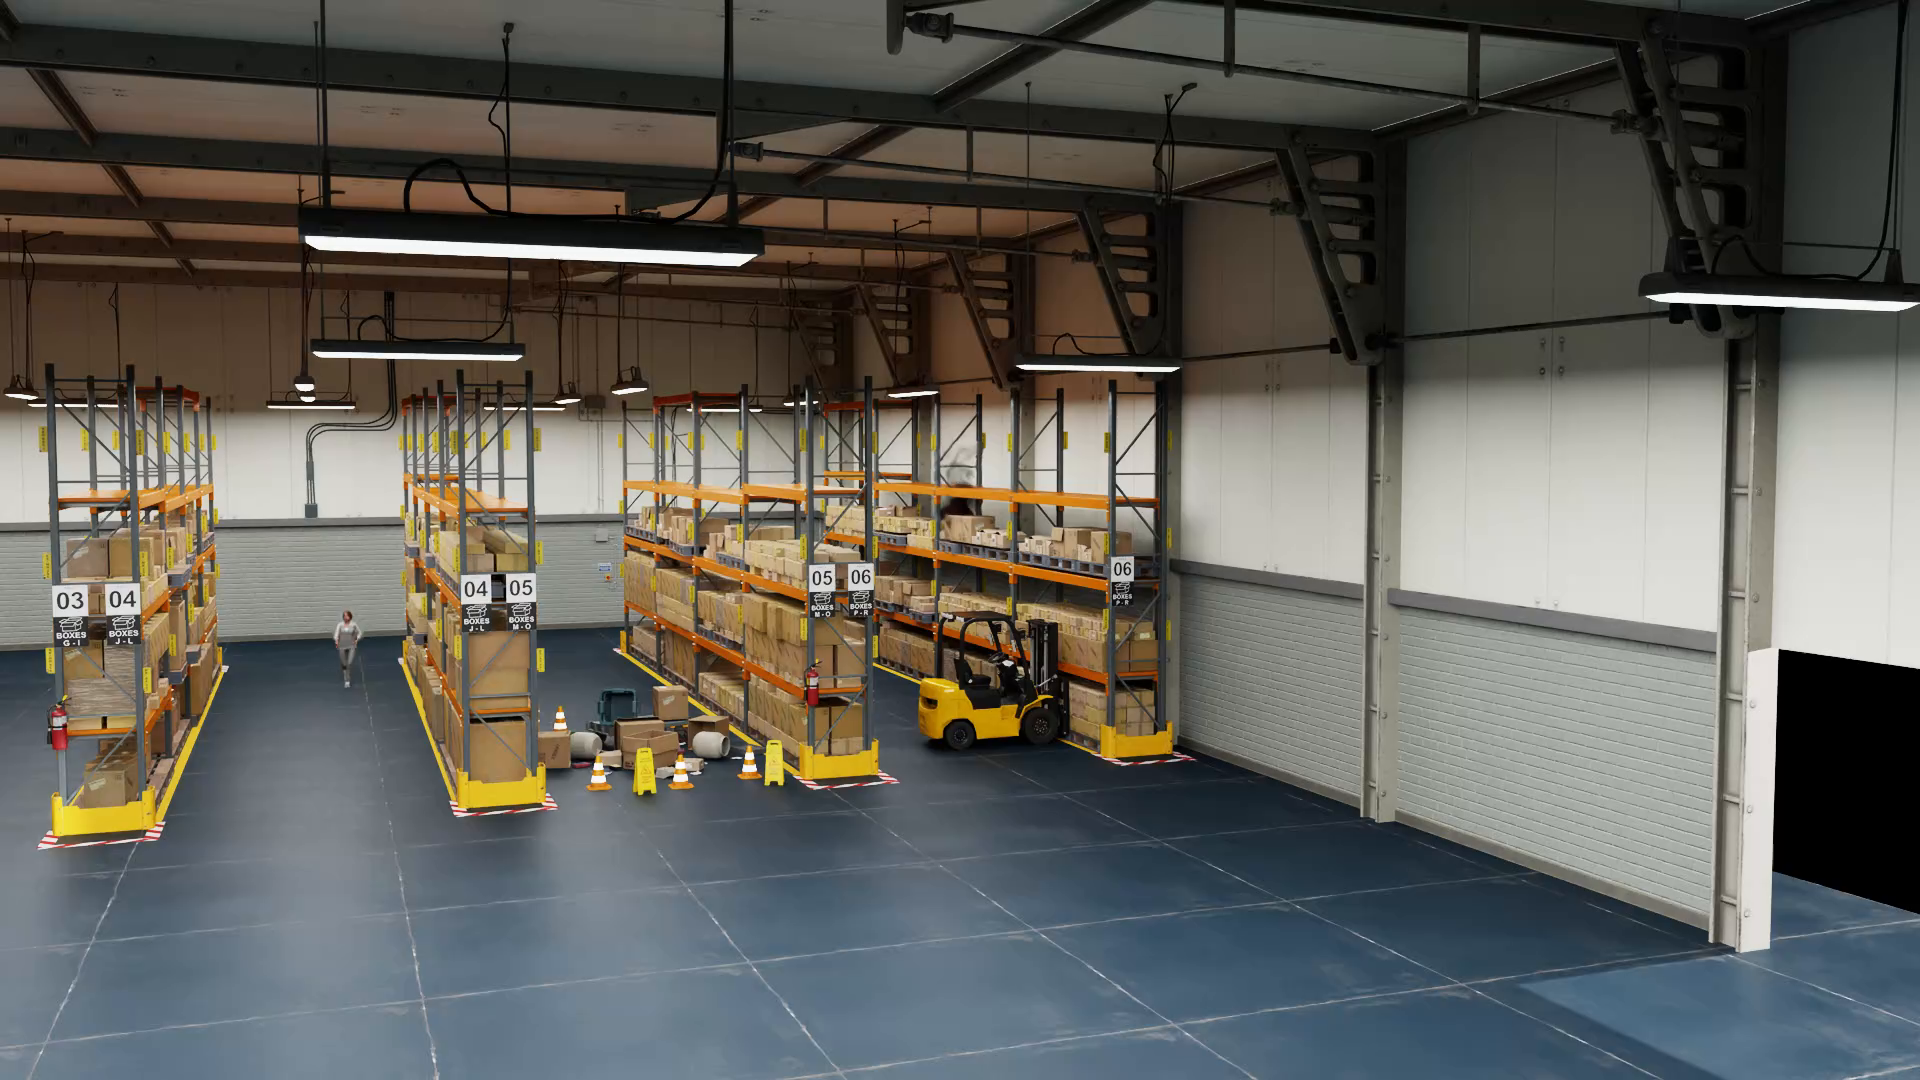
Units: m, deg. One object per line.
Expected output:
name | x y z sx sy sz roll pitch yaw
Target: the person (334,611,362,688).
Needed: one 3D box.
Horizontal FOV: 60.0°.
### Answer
person | -12.610 2.235 34.272 0.545 1.564 0.623 -1 3 -15
